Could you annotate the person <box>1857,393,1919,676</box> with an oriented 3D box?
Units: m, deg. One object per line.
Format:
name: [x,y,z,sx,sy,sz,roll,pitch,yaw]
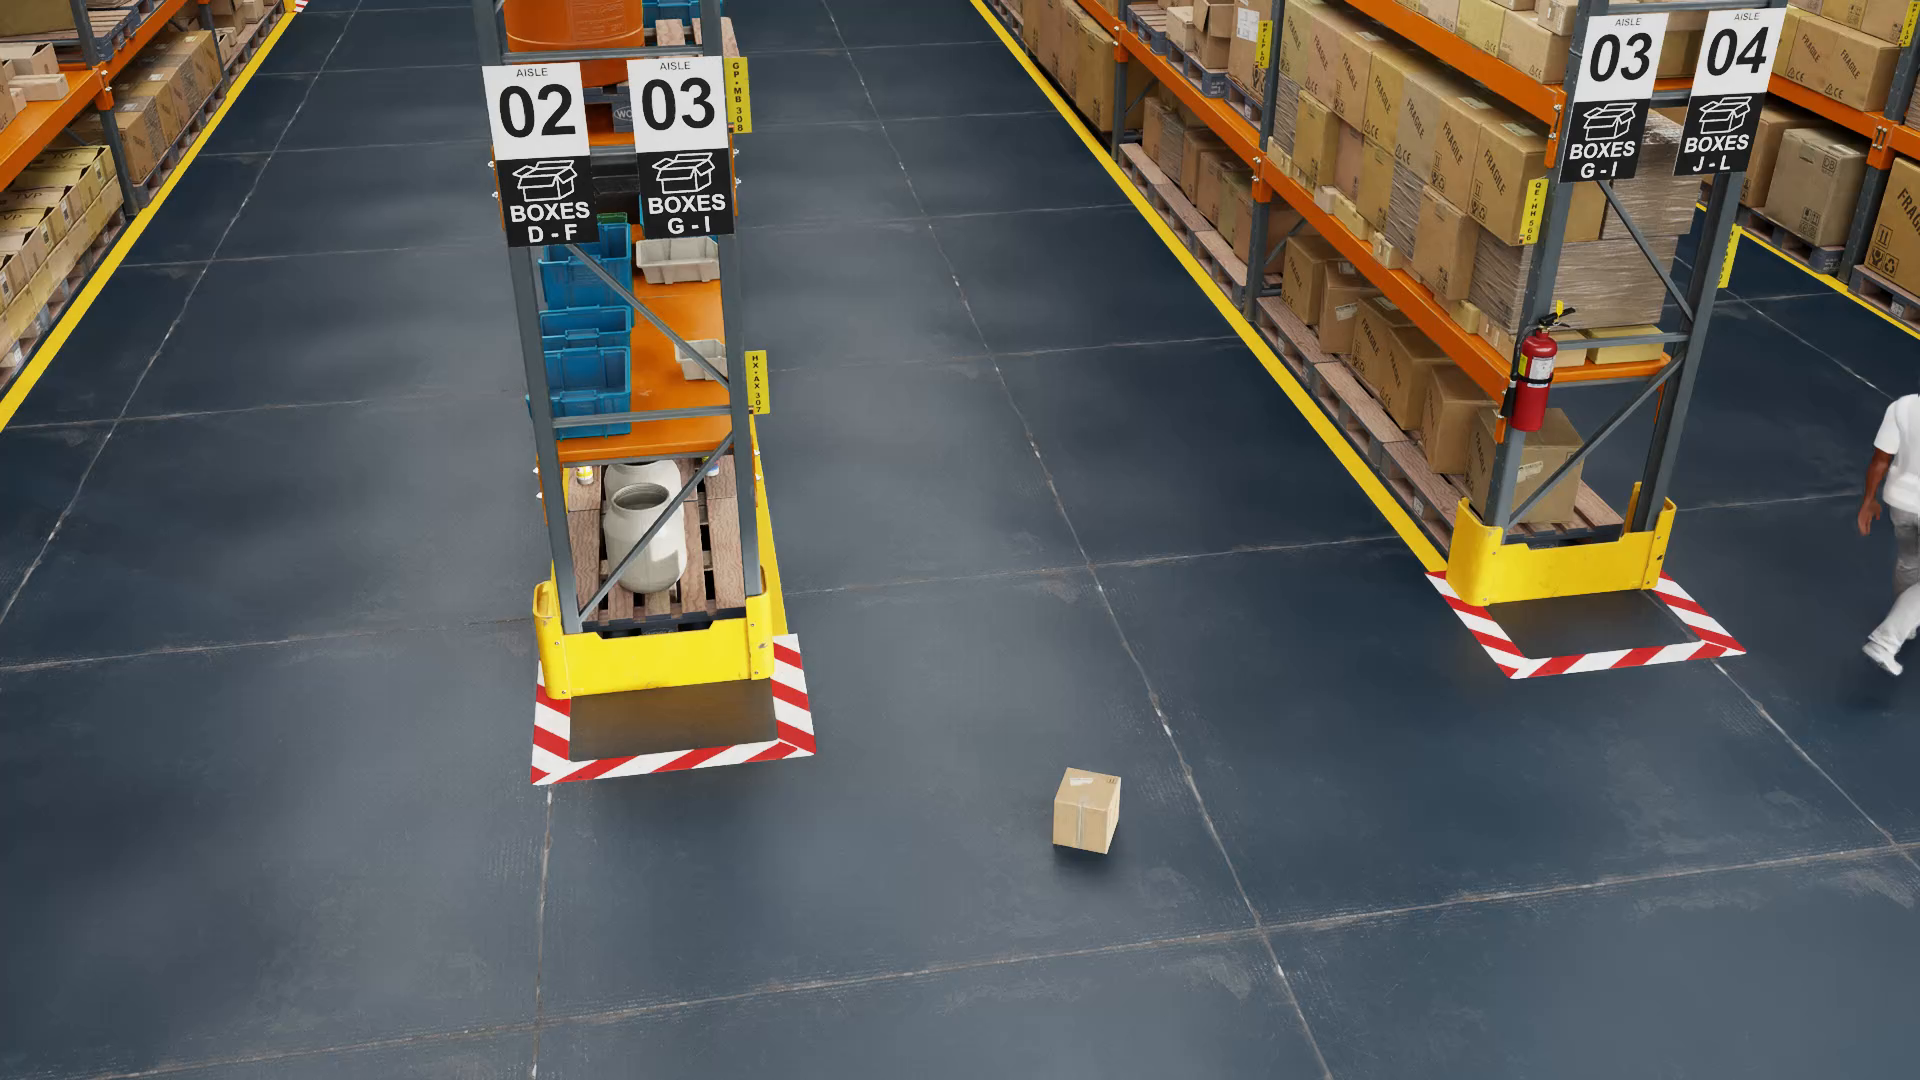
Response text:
person: [4.889,-0.169,8.407,0.921,1.722,0.614,-20,36,-30]
